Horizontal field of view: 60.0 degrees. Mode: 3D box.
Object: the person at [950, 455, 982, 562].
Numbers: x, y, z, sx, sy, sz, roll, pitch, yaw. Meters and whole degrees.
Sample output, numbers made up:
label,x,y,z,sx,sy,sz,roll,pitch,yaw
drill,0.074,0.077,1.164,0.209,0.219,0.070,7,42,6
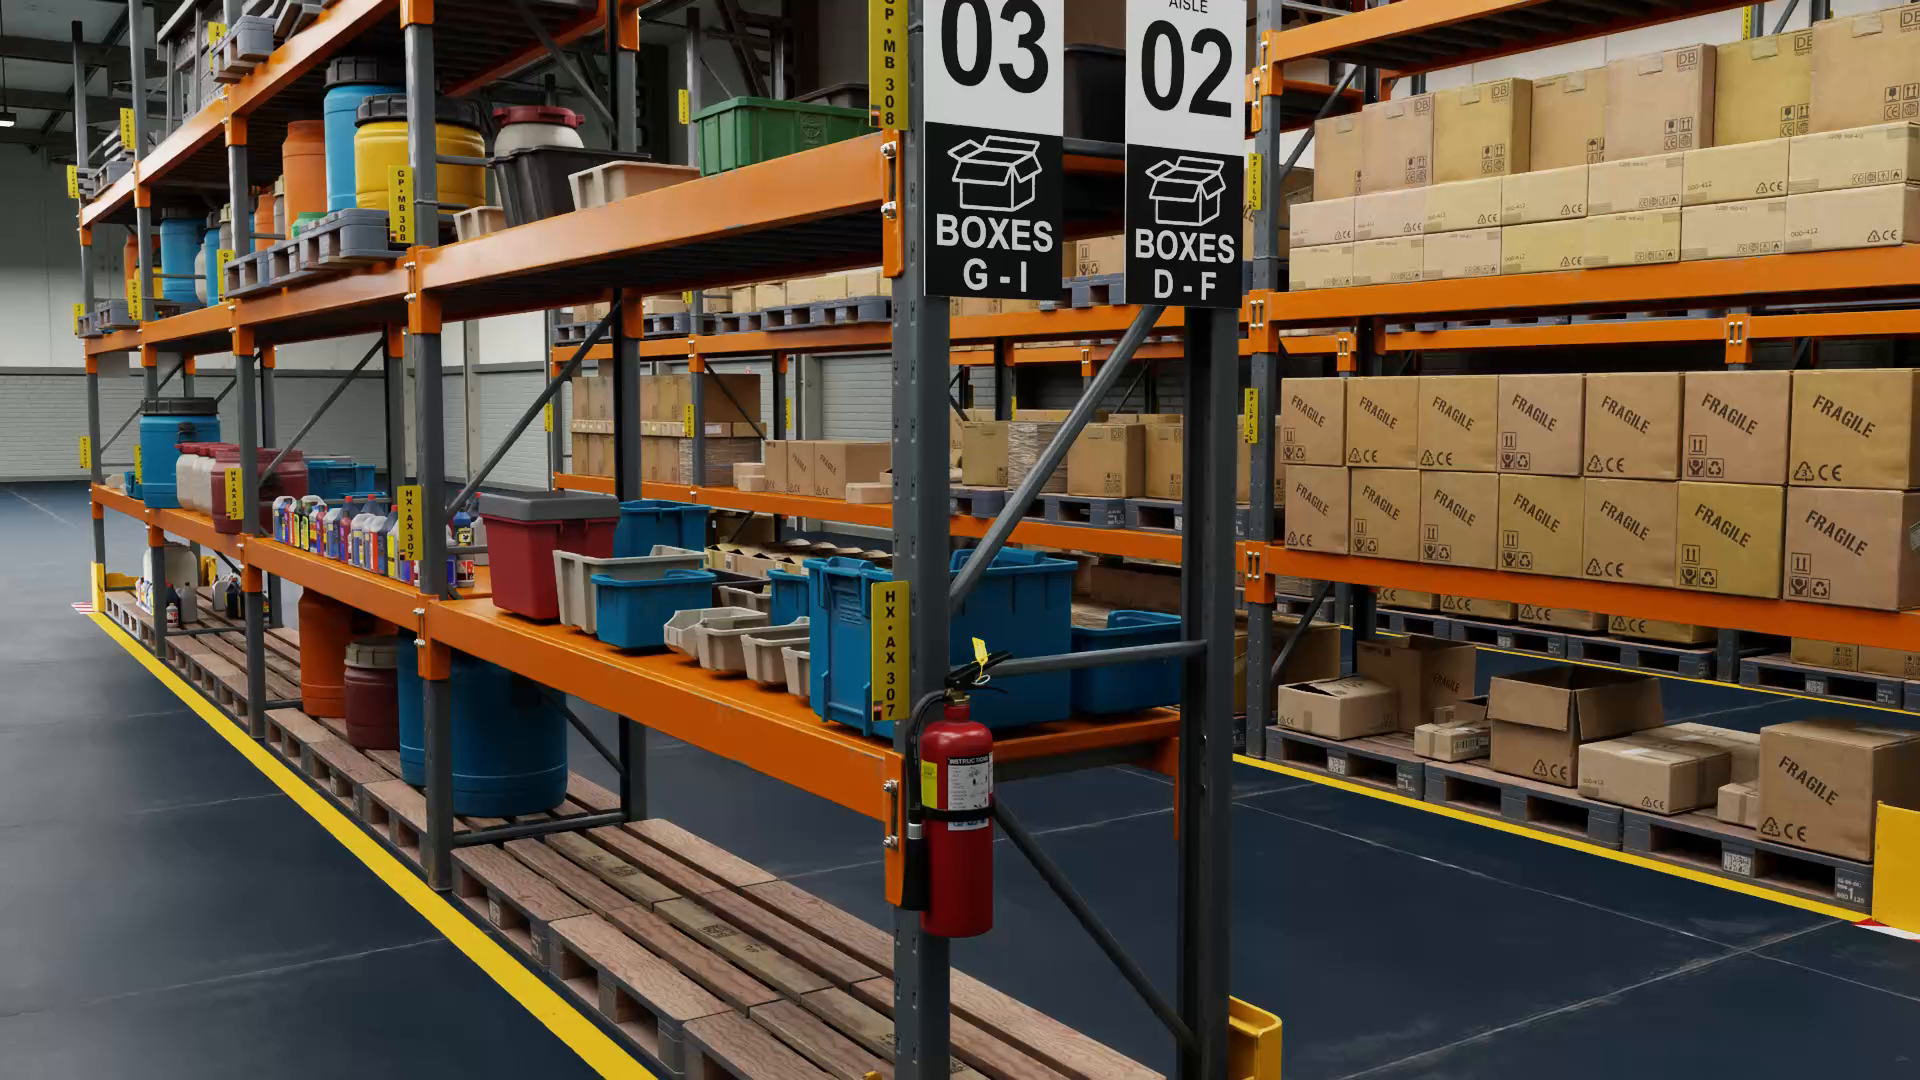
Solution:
label,x,y,z,sx,sy,sz,roll,pitch,yaw
person,0.068,-0.011,16.290,0.434,1.661,0.425,-3,6,-32
